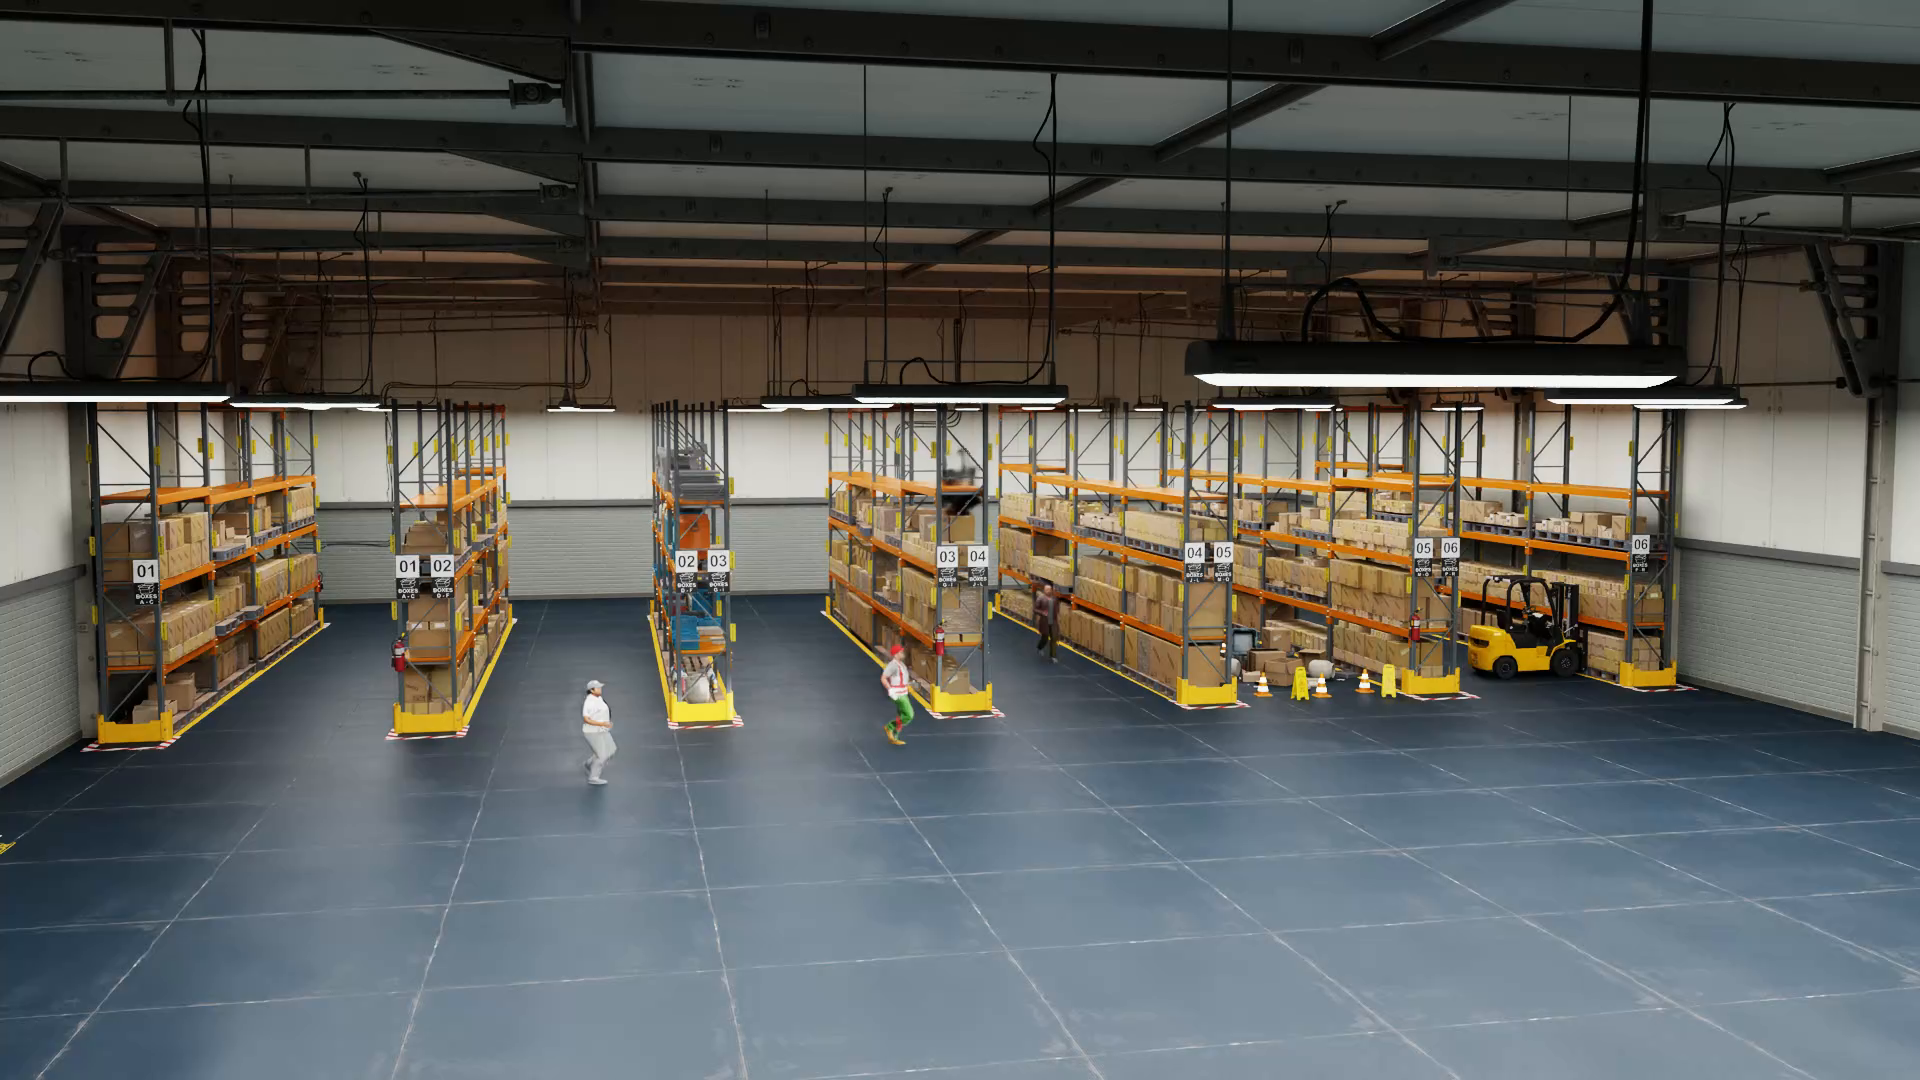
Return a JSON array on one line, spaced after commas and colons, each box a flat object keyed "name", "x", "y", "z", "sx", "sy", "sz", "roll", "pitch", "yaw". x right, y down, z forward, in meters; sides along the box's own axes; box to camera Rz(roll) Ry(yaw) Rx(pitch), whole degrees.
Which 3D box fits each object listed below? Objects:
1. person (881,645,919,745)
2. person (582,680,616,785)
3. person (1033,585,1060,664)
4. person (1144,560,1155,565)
[{"name": "person", "x": -1.014, "y": 2.680, "z": 28.744, "sx": 0.582, "sy": 1.739, "sz": 0.661, "roll": 1, "pitch": 4, "yaw": 15}, {"name": "person", "x": -5.597, "y": 2.977, "z": 25.751, "sx": 0.544, "sy": 1.607, "sz": 0.601, "roll": 1, "pitch": 4, "yaw": 8}, {"name": "person", "x": 2.037, "y": 1.926, "z": 38.481, "sx": 0.712, "sy": 1.776, "sz": 1.037, "roll": -1, "pitch": 5, "yaw": -17}, {"name": "person", "x": 5.838, "y": 1.064, "z": 51.008, "sx": 0.896, "sy": 1.644, "sz": 0.614, "roll": 1, "pitch": 4, "yaw": 10}]
